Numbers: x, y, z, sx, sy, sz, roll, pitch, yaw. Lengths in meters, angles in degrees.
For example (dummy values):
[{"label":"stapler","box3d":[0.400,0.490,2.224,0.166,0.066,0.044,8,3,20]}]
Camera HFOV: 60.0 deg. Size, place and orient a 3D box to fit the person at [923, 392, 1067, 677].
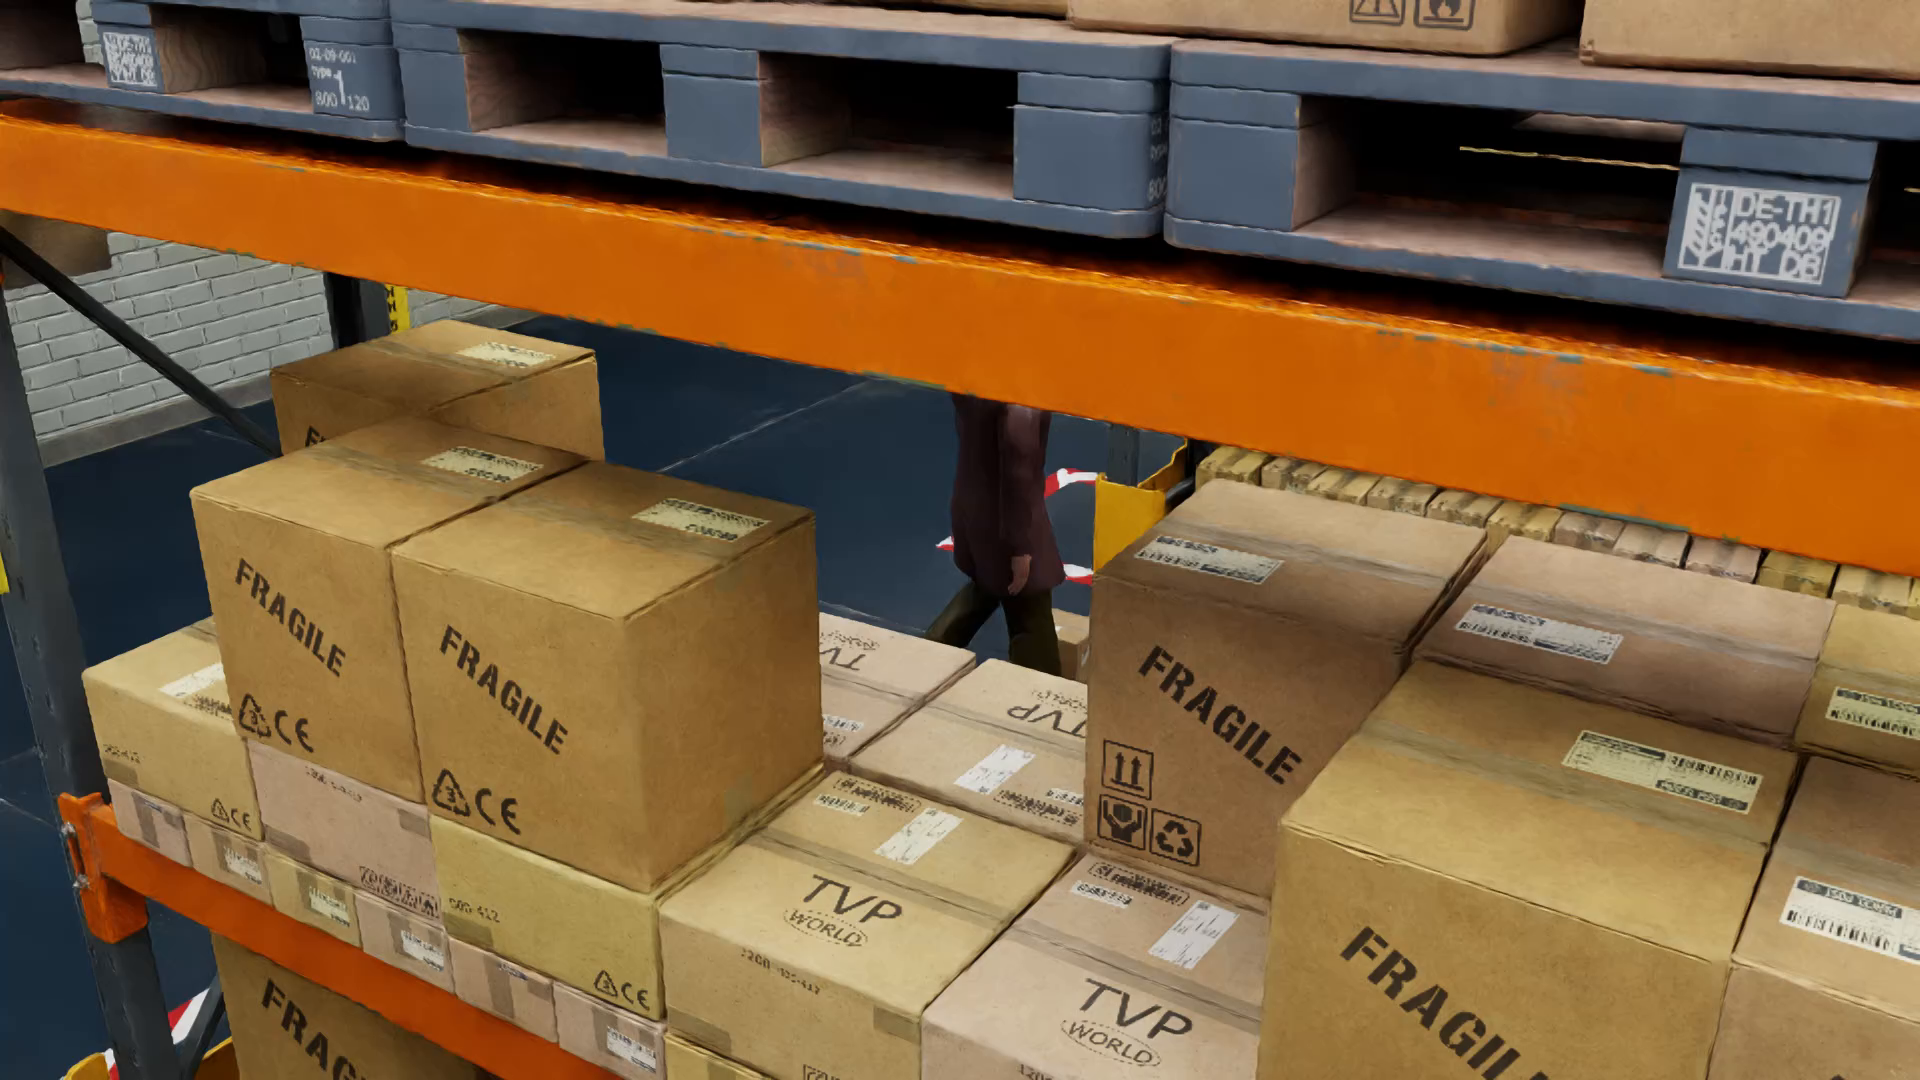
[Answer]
[{"label":"person","box3d":[0.132,-0.050,6.189,0.704,1.770,0.695,-13,26,-28]}]
